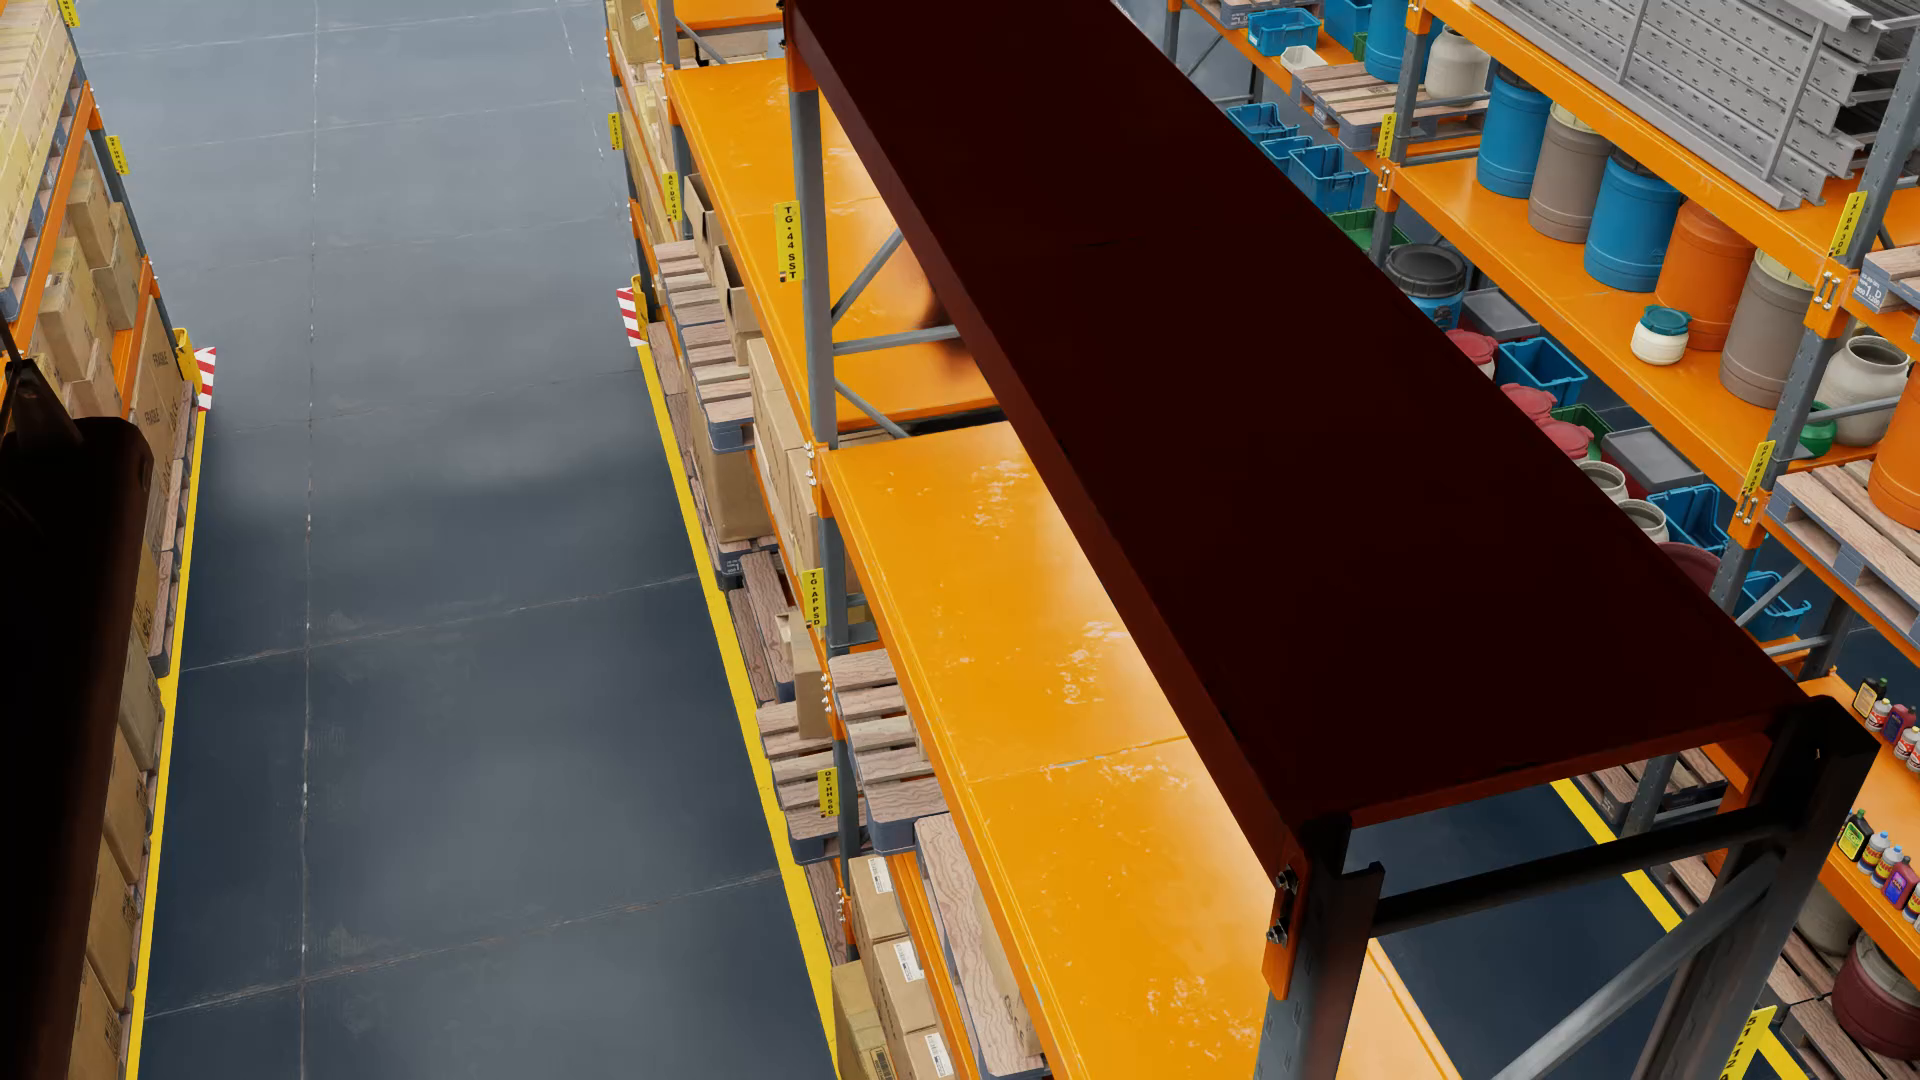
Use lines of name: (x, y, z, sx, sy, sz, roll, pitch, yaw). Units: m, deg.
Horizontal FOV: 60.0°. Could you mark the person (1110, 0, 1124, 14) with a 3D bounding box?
person: (1.645, -5.846, 18.893, 0.966, 1.646, 0.710, -1, 38, -1)
